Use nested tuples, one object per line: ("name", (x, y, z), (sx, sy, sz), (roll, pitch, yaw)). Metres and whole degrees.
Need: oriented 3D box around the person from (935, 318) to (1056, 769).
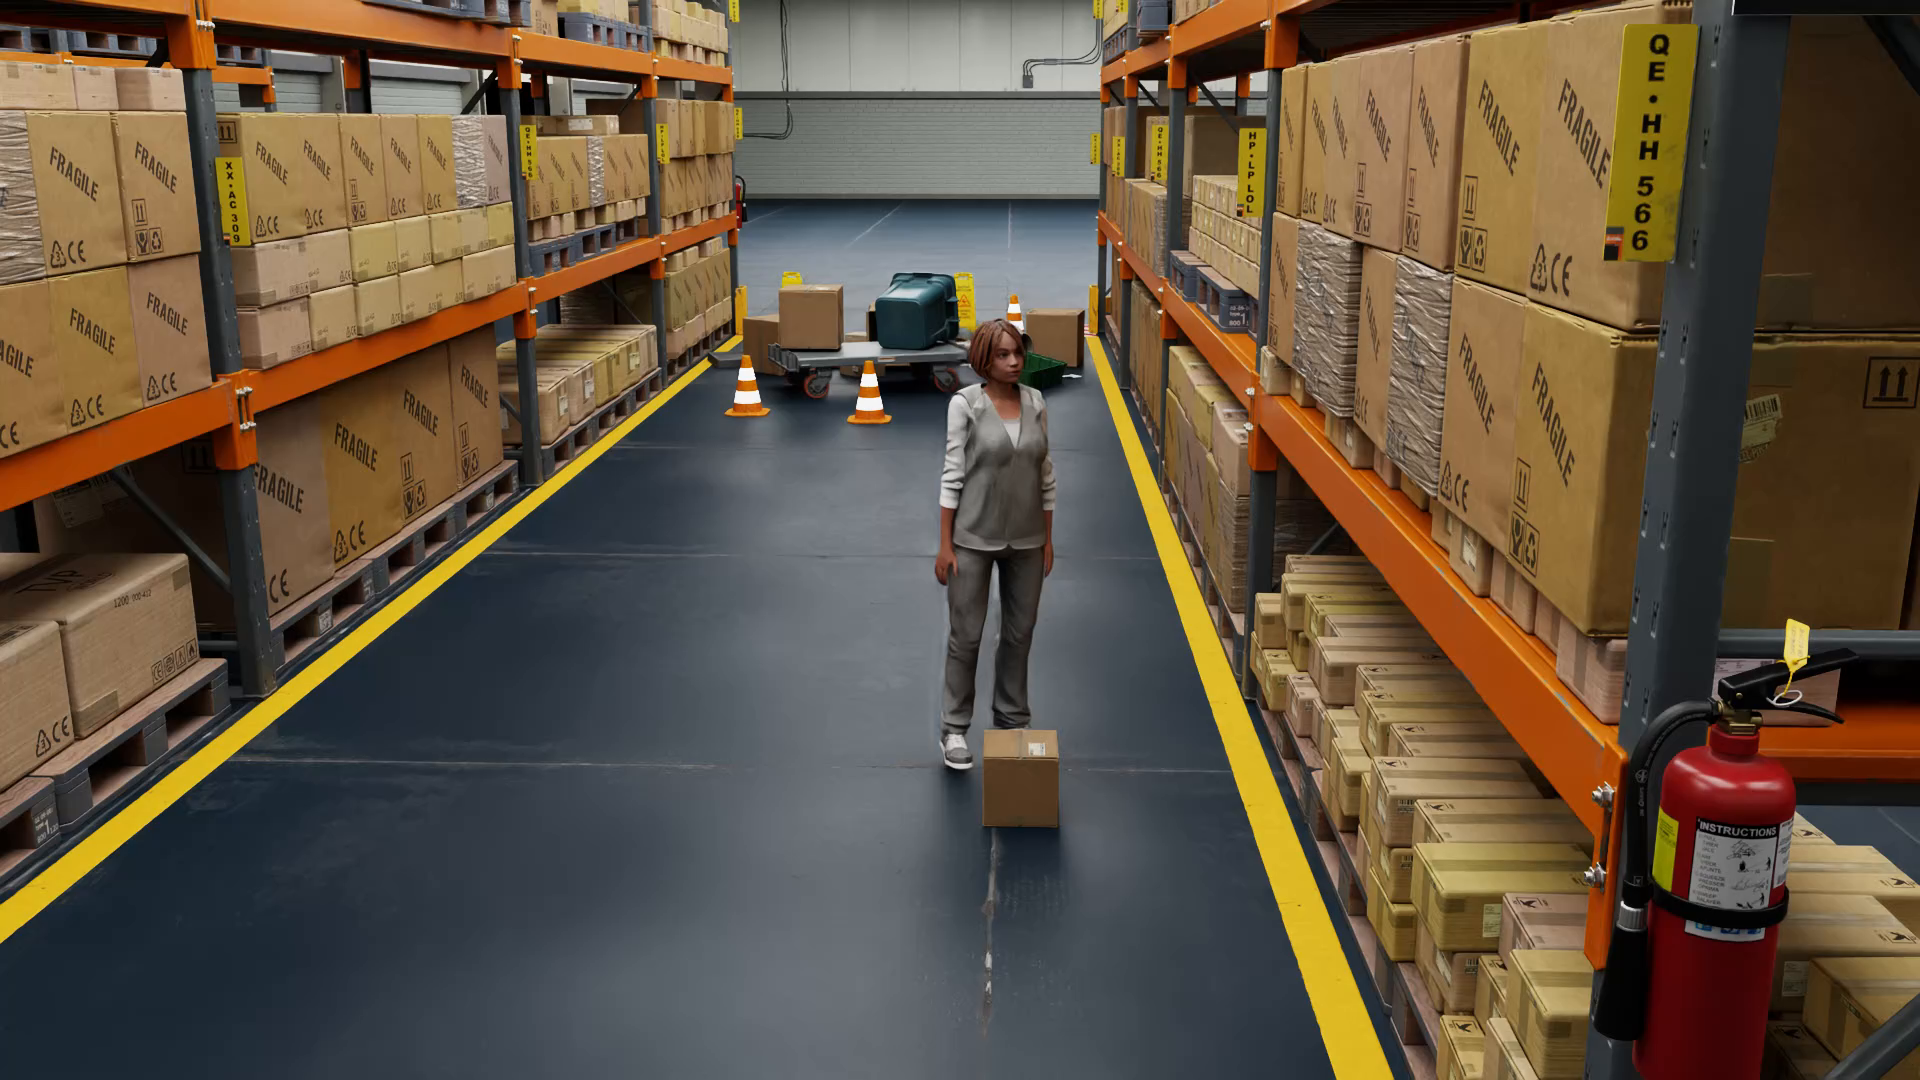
("person", (0.129, 0.016, 5.876), (0.456, 1.599, 0.328), (-4, 15, -17))
